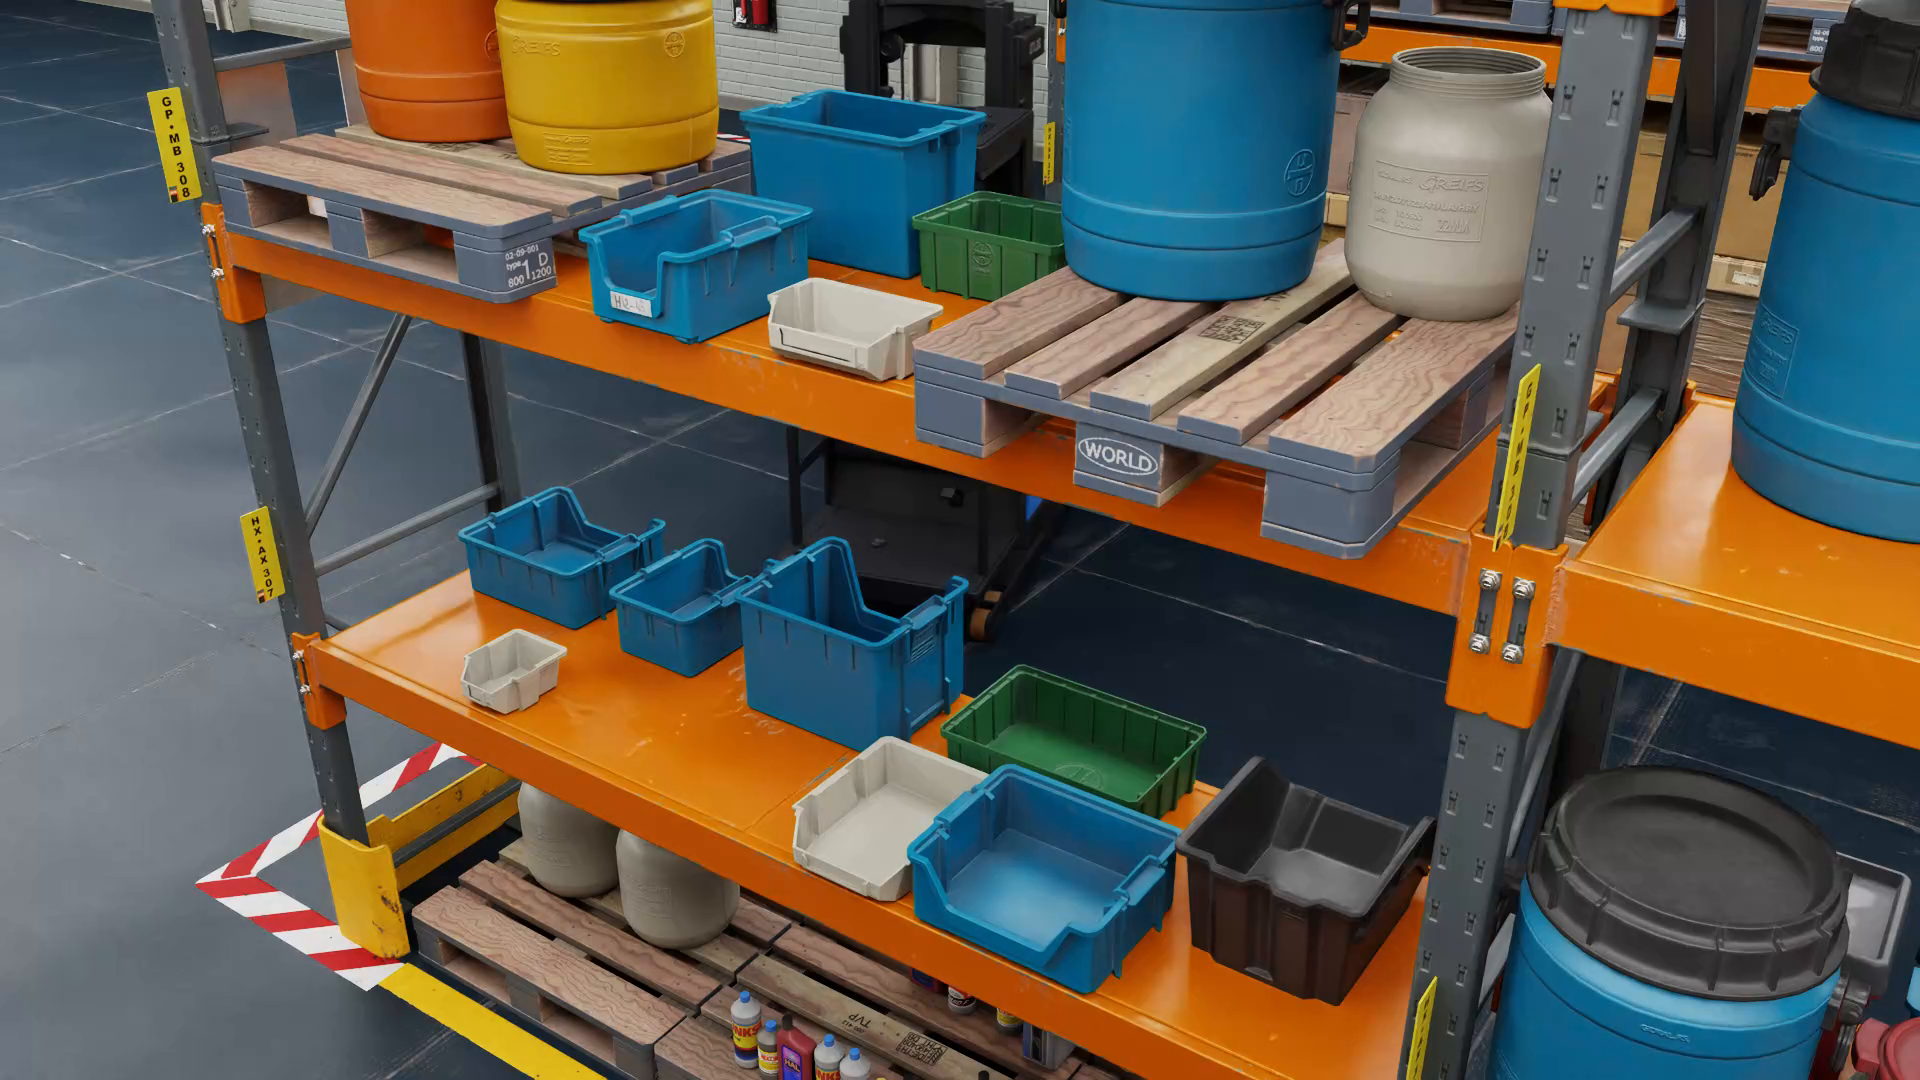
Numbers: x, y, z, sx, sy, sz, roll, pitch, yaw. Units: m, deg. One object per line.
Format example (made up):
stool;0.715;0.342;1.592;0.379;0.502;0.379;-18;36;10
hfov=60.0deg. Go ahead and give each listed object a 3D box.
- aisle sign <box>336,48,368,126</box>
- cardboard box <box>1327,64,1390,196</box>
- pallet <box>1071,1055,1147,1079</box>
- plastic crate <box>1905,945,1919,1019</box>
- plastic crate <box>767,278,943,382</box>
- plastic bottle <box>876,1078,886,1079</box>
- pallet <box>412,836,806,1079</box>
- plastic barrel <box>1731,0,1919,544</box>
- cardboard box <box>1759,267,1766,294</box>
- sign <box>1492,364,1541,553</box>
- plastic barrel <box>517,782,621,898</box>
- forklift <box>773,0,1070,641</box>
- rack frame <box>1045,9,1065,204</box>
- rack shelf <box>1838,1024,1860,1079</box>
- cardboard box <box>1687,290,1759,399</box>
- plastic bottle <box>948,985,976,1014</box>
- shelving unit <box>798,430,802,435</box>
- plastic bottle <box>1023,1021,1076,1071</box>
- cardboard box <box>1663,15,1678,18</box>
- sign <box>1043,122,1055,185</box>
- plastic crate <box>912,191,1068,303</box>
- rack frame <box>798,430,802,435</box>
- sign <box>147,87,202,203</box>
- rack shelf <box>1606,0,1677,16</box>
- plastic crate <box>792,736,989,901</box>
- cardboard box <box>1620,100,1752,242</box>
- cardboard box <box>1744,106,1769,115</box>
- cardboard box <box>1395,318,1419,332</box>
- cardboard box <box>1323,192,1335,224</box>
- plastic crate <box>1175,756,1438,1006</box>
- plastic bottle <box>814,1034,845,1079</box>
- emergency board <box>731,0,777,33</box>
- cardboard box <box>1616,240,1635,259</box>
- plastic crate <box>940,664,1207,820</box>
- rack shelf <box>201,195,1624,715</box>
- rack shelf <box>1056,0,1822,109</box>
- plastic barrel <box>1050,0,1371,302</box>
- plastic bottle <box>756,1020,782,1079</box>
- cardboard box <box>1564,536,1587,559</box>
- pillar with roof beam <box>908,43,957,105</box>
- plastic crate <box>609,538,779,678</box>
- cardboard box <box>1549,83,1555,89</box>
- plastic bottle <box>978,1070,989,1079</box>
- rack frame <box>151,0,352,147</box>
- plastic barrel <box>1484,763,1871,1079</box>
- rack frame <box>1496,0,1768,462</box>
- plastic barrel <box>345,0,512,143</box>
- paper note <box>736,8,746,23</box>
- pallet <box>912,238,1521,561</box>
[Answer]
aisle sign;-1.897;-1.318;5.666;0.004;0.787;0.394;17;32;30
cardboard box;2.076;-2.103;8.534;0.500;0.500;0.700;17;32;31
pallet;0.762;2.052;4.985;1.213;0.211;1.003;17;32;30
plastic crate;2.377;1.172;3.658;0.575;0.384;0.392;17;32;30
plastic crate;-0.260;-0.483;3.875;0.396;0.136;0.243;17;32;30
plastic bottle;-0.241;1.743;5.119;0.097;0.201;0.097;0;27;0
pallet;-1.250;1.426;6.216;1.213;0.211;1.003;17;32;30
plastic barrel;1.834;-0.513;3.092;0.708;0.901;0.600;17;32;30
cardboard box;3.754;-1.177;7.430;0.250;0.149;0.380;17;32;30
sign;0.971;-0.141;2.902;0.005;0.325;0.100;17;32;30
plastic barrel;-1.420;1.032;6.194;0.421;0.512;0.421;0;27;0
forklift;-0.271;-1.010;8.004;1.130;2.935;3.031;9;28;17
rack frame;0.802;-1.881;9.638;0.127;3.000;1.000;17;32;30
rack shelf;2.940;1.832;3.137;4.000;0.370;1.077;17;32;30
cardboard box;3.730;-1.010;7.816;0.500;0.500;0.700;16;31;29
plastic bottle;0.008;1.491;5.613;0.097;0.201;0.097;0;27;0
shelving unit;-0.502;-1.312;10.174;1.048;1.500;0.538;13;30;23
plastic bottle;0.292;1.557;5.401;0.135;0.276;0.152;17;32;30
cardboard box;5.365;-3.575;12.284;0.500;0.500;0.500;18;32;31
sign;0.483;-2.096;9.019;0.005;0.325;0.100;17;32;30
plastic crate;0.145;-0.752;4.347;0.450;0.188;0.336;17;32;30
rack frame;-0.958;-1.414;10.375;0.032;1.500;0.500;13;30;23
sign;-2.321;-1.166;4.917;0.005;0.325;0.100;17;32;30
rack shelf;2.940;-0.664;1.867;4.000;0.370;1.077;17;32;30
plastic crate;-0.190;0.793;4.676;0.437;0.136;0.530;17;32;30
cardboard box;3.312;-1.717;7.776;0.500;0.500;0.700;17;32;30
cardboard box;5.512;-3.248;11.641;0.500;0.500;0.500;16;31;29
cardboard box;2.457;-1.404;8.591;0.500;0.500;0.700;18;32;32
cardboard box;1.855;-1.768;8.592;0.250;0.149;0.380;16;31;29
plastic crate;0.932;0.843;4.355;0.504;0.338;0.767;17;32;30
plastic bottle;-0.405;1.660;5.203;0.097;0.271;0.097;0;27;0
emergency board;-2.291;-6.067;17.864;0.643;1.169;0.194;17;32;30
cardboard box;3.117;-1.374;7.818;0.250;0.149;0.380;17;32;30
plastic crate;0.332;0.638;4.923;0.662;0.188;0.450;17;32;30
rack shelf;-0.357;-0.532;4.475;4.000;0.370;1.077;17;32;30
rack shelf;2.450;-2.383;8.112;4.000;0.370;1.077;17;32;30
plastic barrel;0.532;-1.046;3.674;0.708;0.901;0.600;17;32;30
plastic bottle;-0.602;1.630;5.340;0.097;0.201;0.097;0;27;0
cardboard box;3.186;0.015;8.481;0.500;0.250;0.500;17;32;30
pillar with roof beam;-2.713;-6.482;12.066;0.400;9.000;9.100;17;32;30
plastic crate;-0.892;0.222;5.670;0.408;0.251;0.499;17;32;30
cardboard box;4.651;-3.509;12.155;0.500;0.500;0.500;16;31;29
plastic bottle;0.101;1.739;5.036;0.133;0.283;0.061;17;32;30
rack frame;-2.006;-2.703;4.641;0.127;3.000;1.000;17;32;30
plastic barrel;1.438;0.987;3.452;0.708;0.901;0.600;17;32;30
rack frame;1.292;-1.676;2.622;0.127;3.000;1.000;17;32;30
plastic barrel;-1.533;-1.668;4.976;0.708;0.830;0.600;17;32;30
paper note;-2.398;-5.745;18.204;0.142;0.148;0.016;17;32;30
pallet;0.641;-0.404;3.638;1.003;0.211;1.213;17;32;30
